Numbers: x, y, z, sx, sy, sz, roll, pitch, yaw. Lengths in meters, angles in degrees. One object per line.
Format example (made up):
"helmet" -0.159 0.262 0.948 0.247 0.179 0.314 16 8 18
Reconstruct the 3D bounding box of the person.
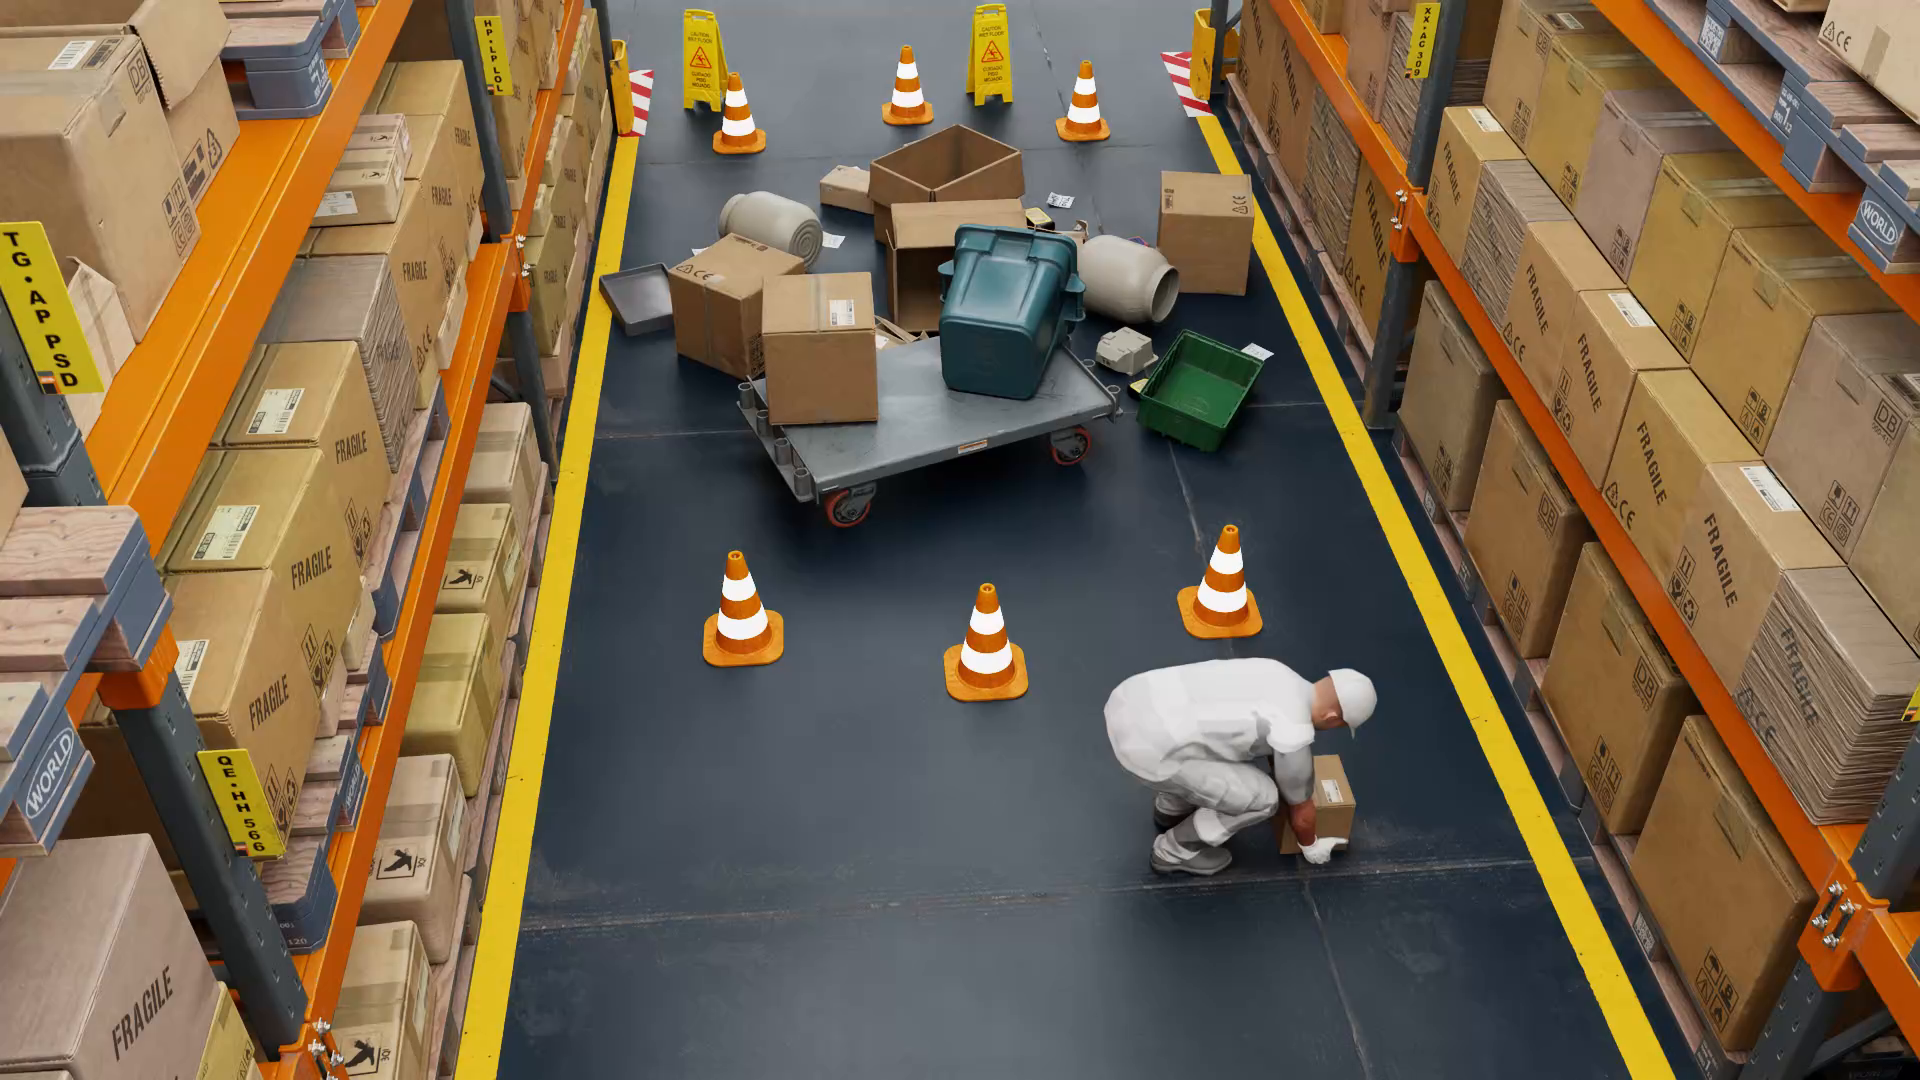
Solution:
"person" 0.990 0.793 5.953 0.966 0.831 0.519 -4 39 -5
